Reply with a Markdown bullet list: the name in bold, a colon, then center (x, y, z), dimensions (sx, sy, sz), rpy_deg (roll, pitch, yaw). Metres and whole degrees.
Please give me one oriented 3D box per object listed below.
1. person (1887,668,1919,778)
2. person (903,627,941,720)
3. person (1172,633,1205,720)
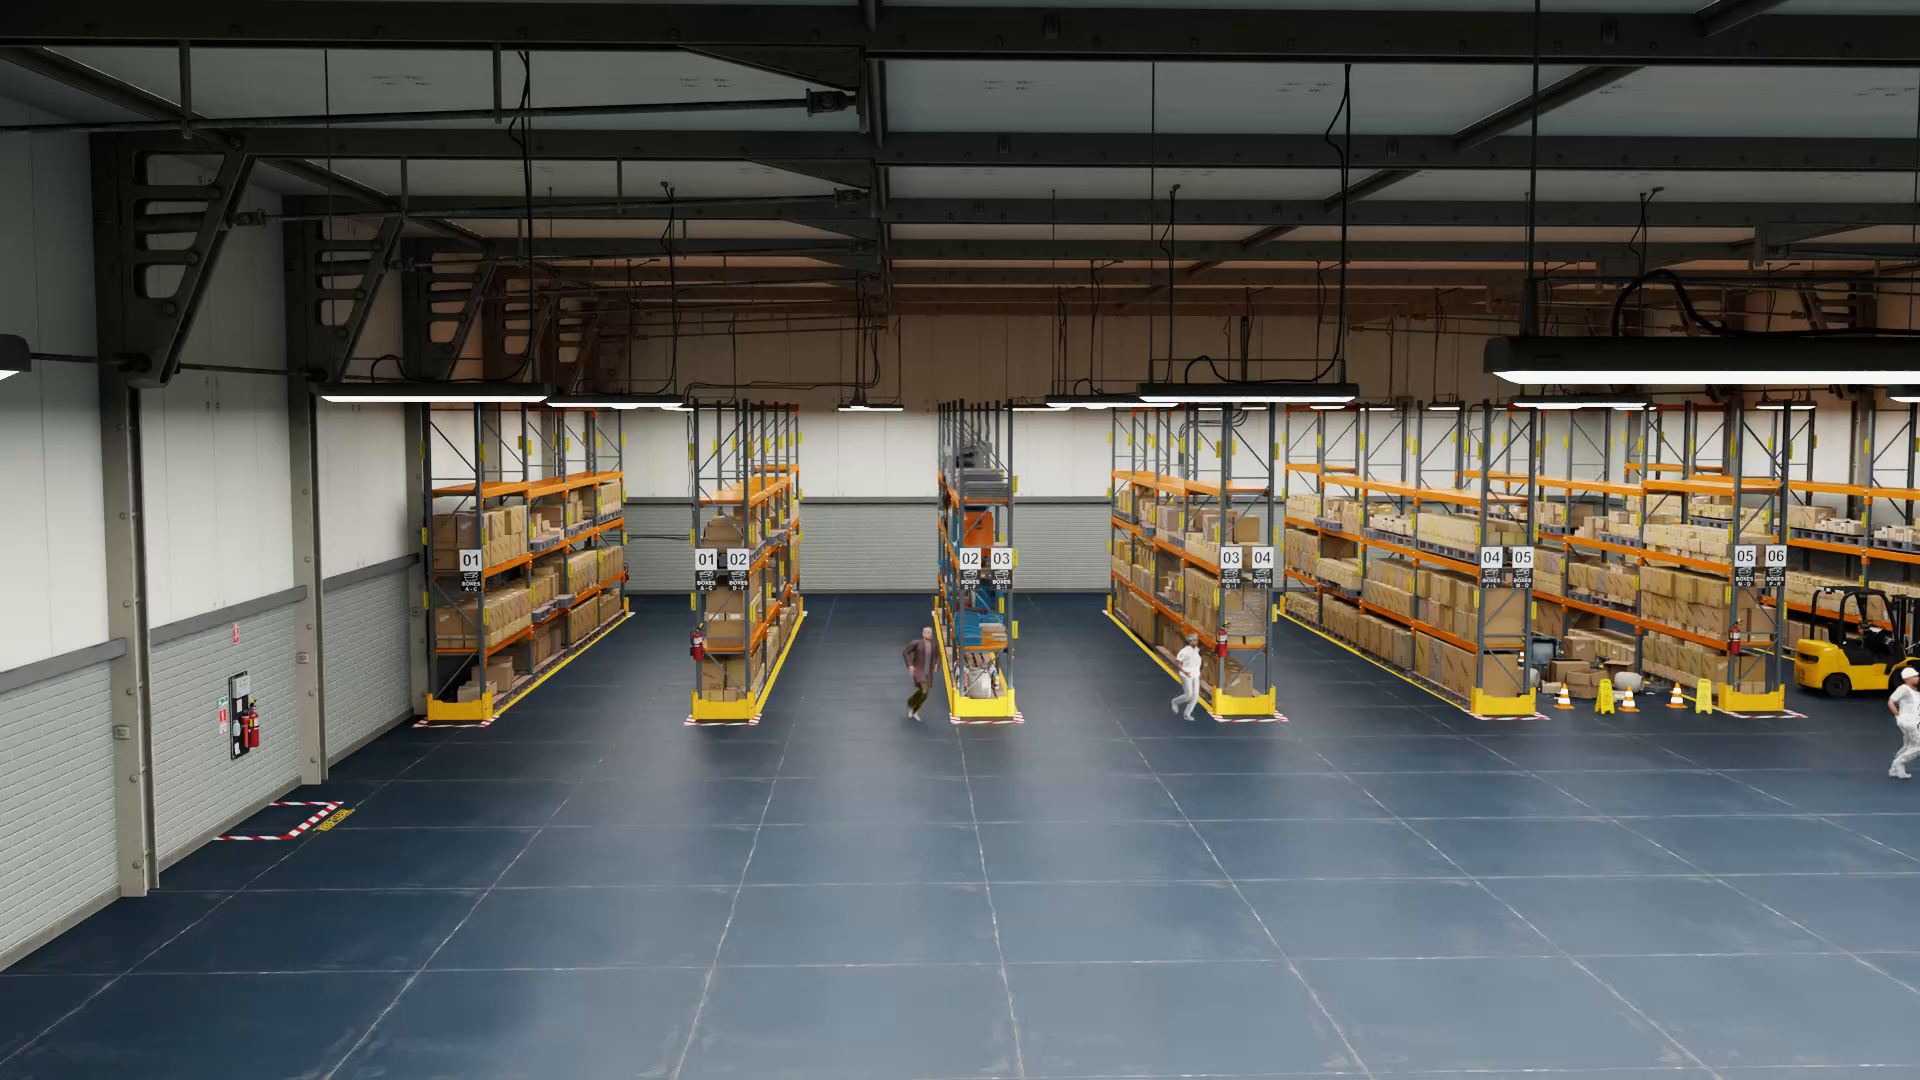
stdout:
- **person**: center (14.863, 2.865, 25.937), dimensions (0.634, 1.739, 0.668), rpy_deg (3, 6, 38)
- **person**: center (-0.646, 2.500, 31.129), dimensions (0.692, 1.733, 0.599), rpy_deg (-3, 5, -32)
- **person**: center (4.298, 2.540, 31.210), dimensions (0.608, 1.633, 0.547), rpy_deg (-3, 5, -33)
